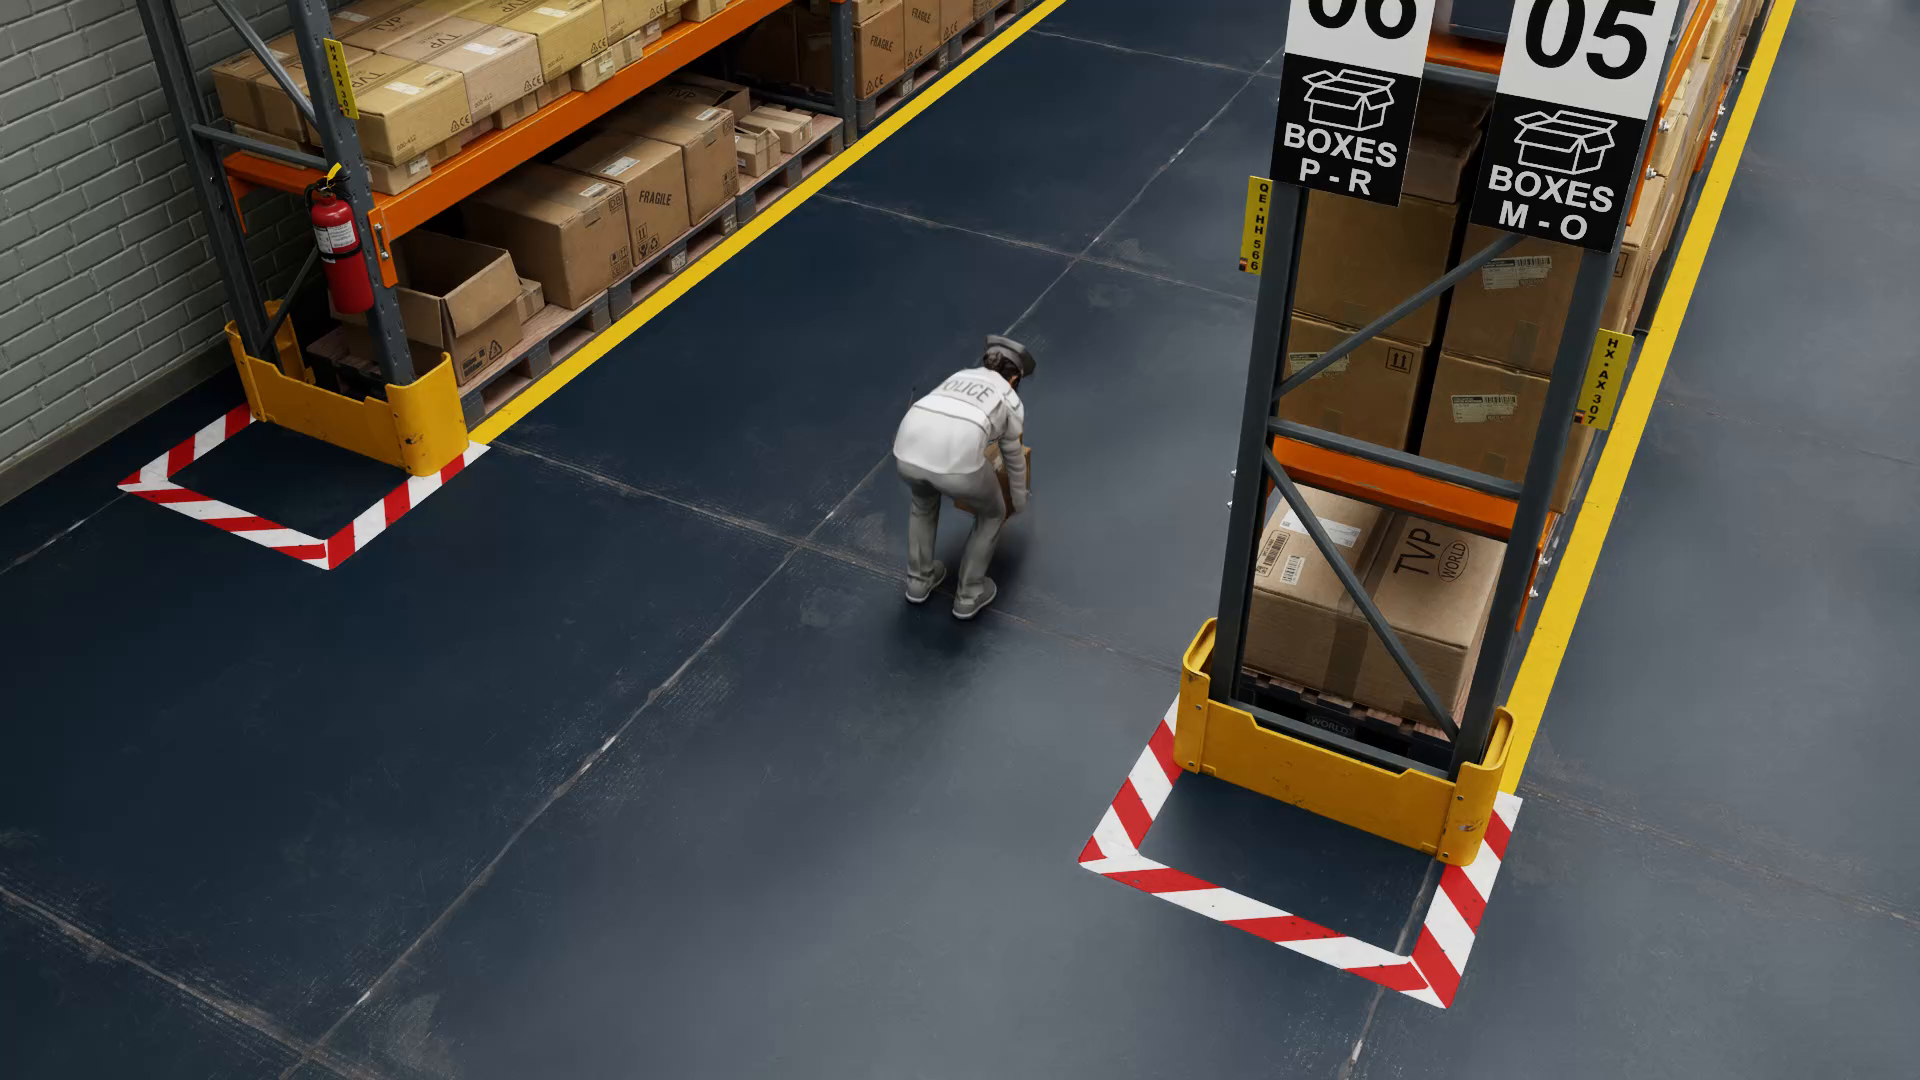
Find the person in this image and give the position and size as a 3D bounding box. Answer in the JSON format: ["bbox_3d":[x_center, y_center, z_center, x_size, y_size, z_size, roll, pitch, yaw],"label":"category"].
[{"bbox_3d":[0.046,-0.274,7.028,0.429,1.014,0.921,16,41,20],"label":"person"}]
